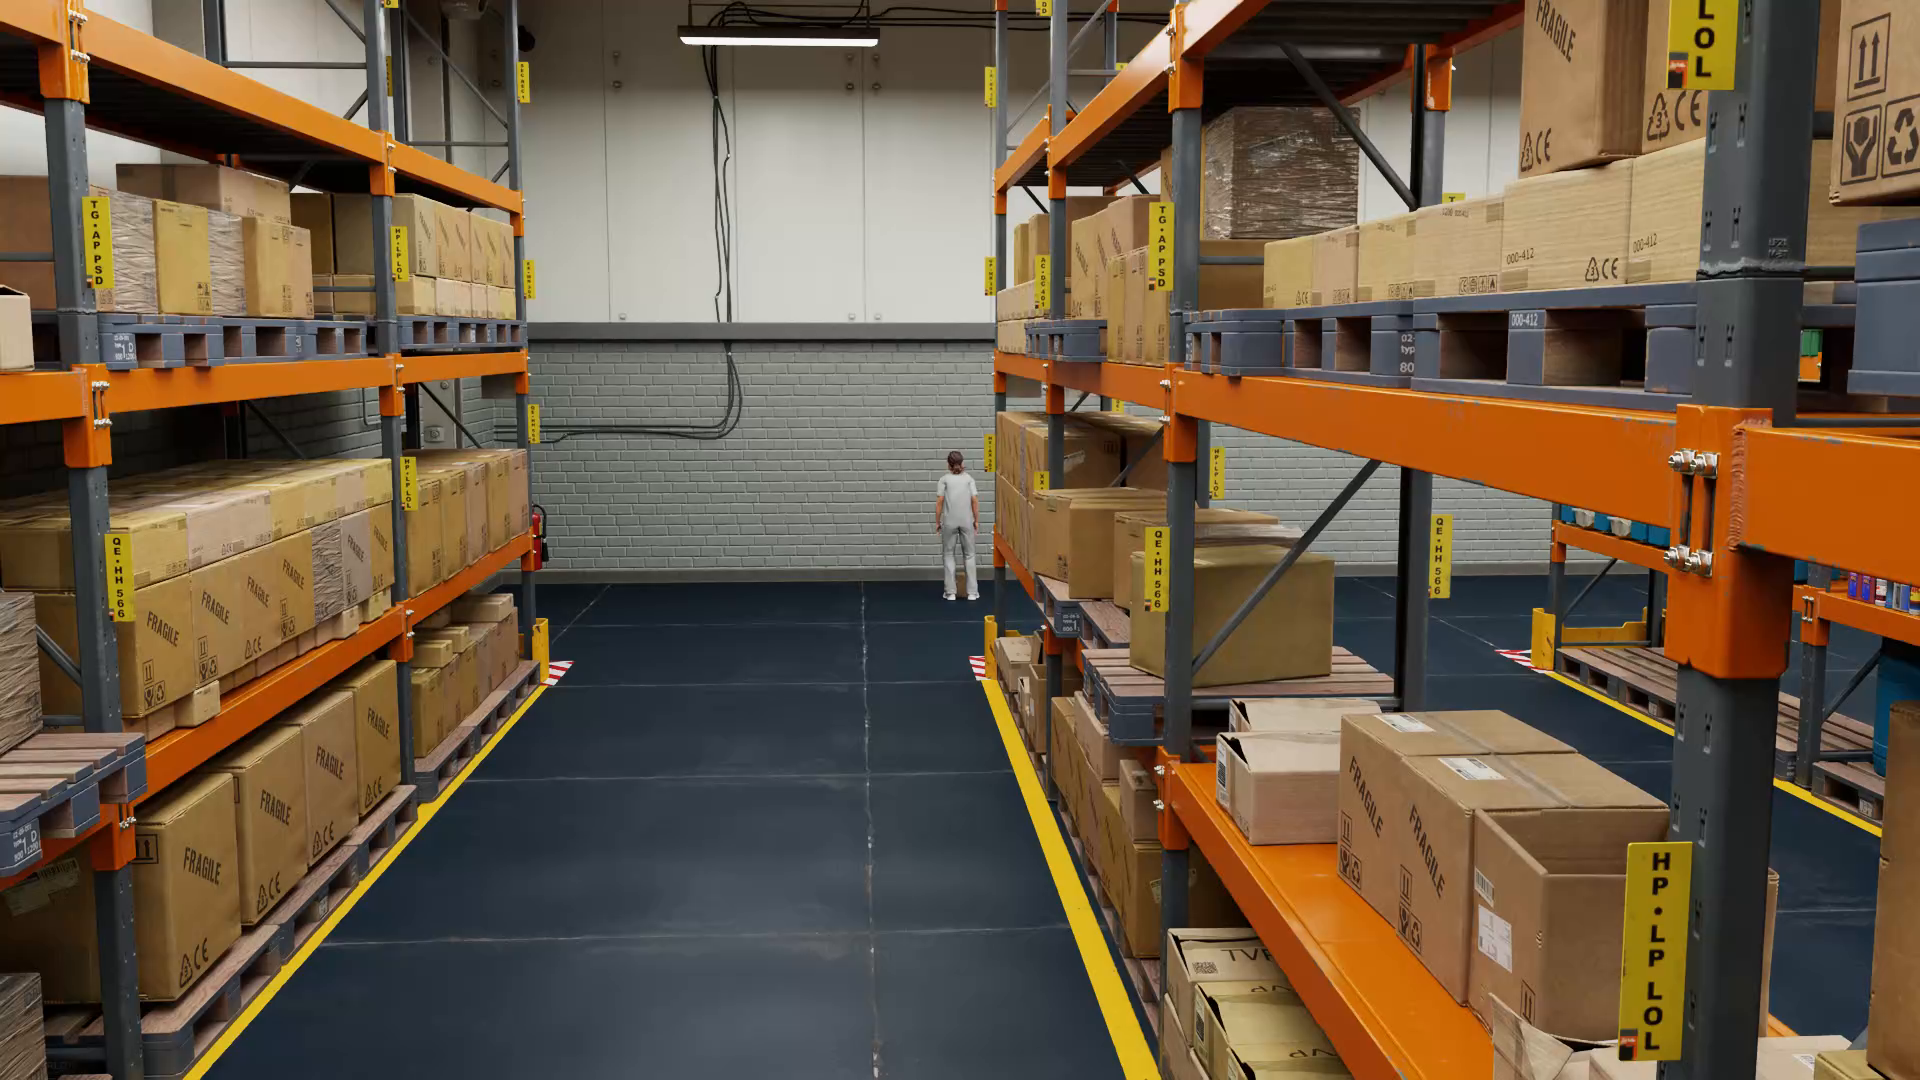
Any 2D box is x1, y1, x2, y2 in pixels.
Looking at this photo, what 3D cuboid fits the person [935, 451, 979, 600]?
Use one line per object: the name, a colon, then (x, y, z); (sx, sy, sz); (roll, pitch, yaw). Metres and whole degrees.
person: (-0.024, -0.165, 18.617); (0.514, 1.672, 0.357); (-1, 7, -7)
